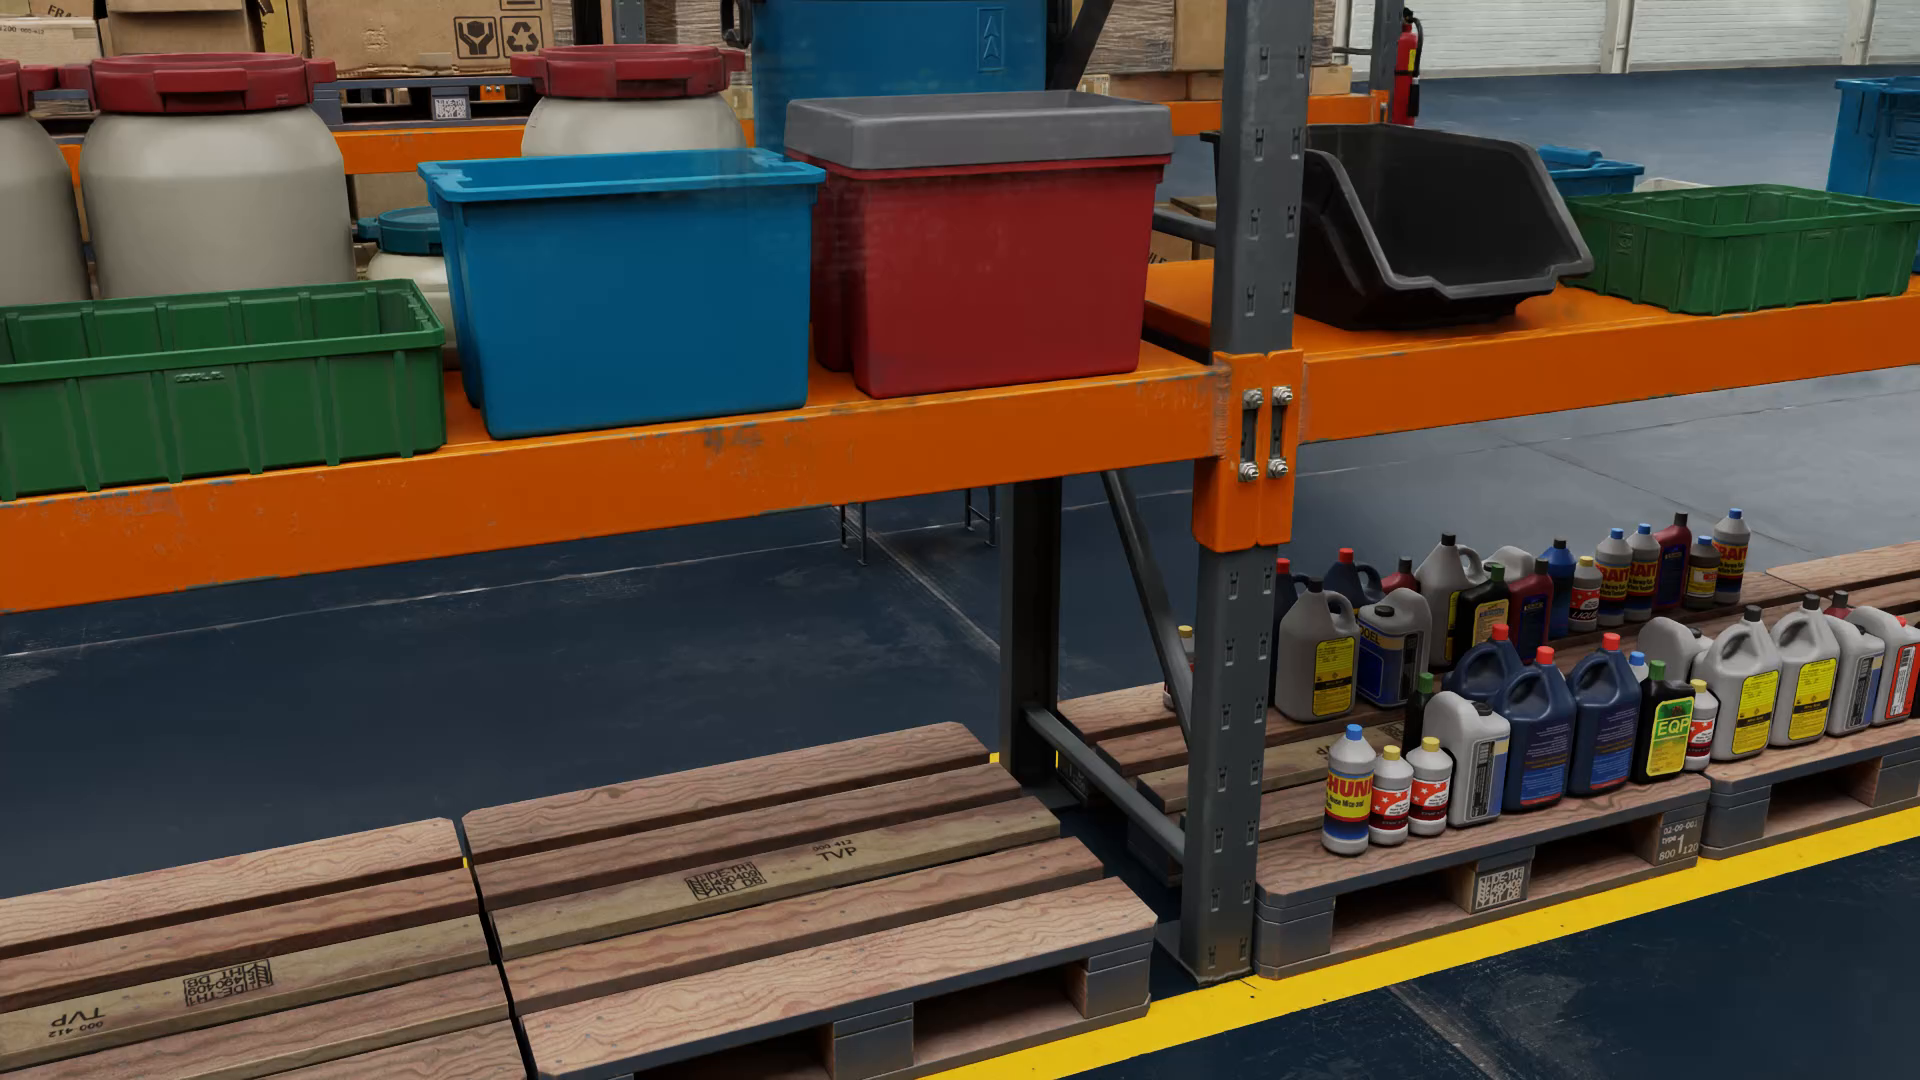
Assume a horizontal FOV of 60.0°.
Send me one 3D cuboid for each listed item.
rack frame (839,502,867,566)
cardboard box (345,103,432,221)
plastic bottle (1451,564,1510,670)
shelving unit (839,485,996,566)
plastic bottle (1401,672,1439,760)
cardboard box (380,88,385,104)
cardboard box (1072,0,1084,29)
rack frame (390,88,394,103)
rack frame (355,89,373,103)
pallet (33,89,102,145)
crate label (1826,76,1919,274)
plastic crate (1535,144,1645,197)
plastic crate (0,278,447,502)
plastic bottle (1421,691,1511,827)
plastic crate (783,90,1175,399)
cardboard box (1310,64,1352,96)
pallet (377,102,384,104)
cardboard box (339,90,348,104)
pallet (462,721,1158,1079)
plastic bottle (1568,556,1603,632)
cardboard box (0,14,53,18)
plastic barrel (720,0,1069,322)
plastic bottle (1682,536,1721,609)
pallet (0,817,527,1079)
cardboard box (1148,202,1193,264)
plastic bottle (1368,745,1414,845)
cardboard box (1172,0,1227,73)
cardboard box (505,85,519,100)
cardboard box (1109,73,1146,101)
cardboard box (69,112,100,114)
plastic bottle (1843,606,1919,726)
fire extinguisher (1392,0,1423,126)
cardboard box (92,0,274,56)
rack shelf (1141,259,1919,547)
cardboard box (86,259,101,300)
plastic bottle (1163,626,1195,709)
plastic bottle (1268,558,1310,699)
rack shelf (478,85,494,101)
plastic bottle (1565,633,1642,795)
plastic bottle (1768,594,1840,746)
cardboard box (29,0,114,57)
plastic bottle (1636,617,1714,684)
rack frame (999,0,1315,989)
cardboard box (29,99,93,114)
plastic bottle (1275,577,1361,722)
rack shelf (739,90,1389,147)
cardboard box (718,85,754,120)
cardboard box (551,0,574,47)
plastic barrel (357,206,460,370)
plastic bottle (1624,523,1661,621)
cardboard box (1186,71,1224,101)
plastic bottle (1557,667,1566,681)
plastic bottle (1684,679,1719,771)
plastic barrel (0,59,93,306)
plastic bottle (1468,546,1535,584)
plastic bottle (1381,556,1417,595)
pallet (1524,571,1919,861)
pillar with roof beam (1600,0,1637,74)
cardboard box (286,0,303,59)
[{"bbox_3d":[-0.376,-0.512,5.670,0.015,1.200,0.240,-8,21,-22],"label":"rack frame"},{"bbox_3d":[-4.018,-2.720,11.985,0.750,0.750,1.050,-8,21,-22],"label":"cardboard box"},{"bbox_3d":[1.365,0.206,4.349,0.133,0.283,0.061,-8,21,-22],"label":"plastic bottle"},{"bbox_3d":[-0.152,-0.544,5.761,0.503,1.200,0.258,-8,21,-22],"label":"shelving unit"},{"bbox_3d":[1.060,0.427,3.721,0.133,0.283,0.061,-8,21,-22],"label":"plastic bottle"},{"bbox_3d":[-7.141,-5.728,21.281,0.500,0.250,0.500,-8,21,-21],"label":"cardboard box"},{"bbox_3d":[0.194,-2.599,8.287,0.500,0.500,0.875,-8,21,-22],"label":"cardboard box"},{"bbox_3d":[-5.537,-5.188,16.240,0.127,3.000,1.000,-8,21,-22],"label":"rack frame"},{"bbox_3d":[-7.506,-6.701,20.538,0.127,3.000,1.000,-8,21,-22],"label":"rack frame"},{"bbox_3d":[-3.483,-1.822,6.970,1.213,0.211,1.003,-8,21,-22],"label":"pallet"},{"bbox_3d":[2.440,-0.874,3.934,0.616,0.435,0.502,-8,21,-22],"label":"crate label"},{"bbox_3d":[1.259,-0.814,4.041,0.616,0.251,0.499,-8,21,-22],"label":"plastic crate"},{"bbox_3d":[-1.137,-0.240,2.508,0.662,0.188,0.450,-8,21,-22],"label":"plastic crate"},{"bbox_3d":[1.103,0.462,3.631,0.135,0.276,0.152,-7,21,-20],"label":"plastic bottle"},{"bbox_3d":[0.027,-0.529,2.911,0.583,0.464,0.402,-8,21,-22],"label":"plastic crate"},{"bbox_3d":[1.882,-2.473,8.908,0.250,0.149,0.380,-8,21,-22],"label":"cardboard box"},{"bbox_3d":[-6.759,-5.478,21.262,1.213,0.211,1.003,-8,21,-22],"label":"pallet"},{"bbox_3d":[-7.981,-5.707,20.658,0.625,0.625,0.875,-7,21,-20],"label":"cardboard box"},{"bbox_3d":[-0.355,0.775,3.504,1.213,0.211,1.003,-8,21,-22],"label":"pallet"},{"bbox_3d":[1.738,0.145,4.644,0.097,0.201,0.097,0,19,0],"label":"plastic bottle"},{"bbox_3d":[-3.860,-2.076,6.972,0.258,0.266,0.396,-9,21,-23],"label":"cardboard box"},{"bbox_3d":[-0.124,-0.934,3.402,0.708,0.901,0.600,-8,21,-22],"label":"plastic barrel"},{"bbox_3d":[2.140,0.088,4.807,0.097,0.201,0.097,0,19,0],"label":"plastic bottle"},{"bbox_3d":[-1.477,0.937,3.044,1.213,0.211,1.003,-8,21,-22],"label":"pallet"},{"bbox_3d":[0.946,-1.545,9.025,0.500,0.500,0.500,-3,20,-8],"label":"cardboard box"},{"bbox_3d":[0.910,0.535,3.537,0.097,0.201,0.097,0,19,0],"label":"plastic bottle"},{"bbox_3d":[1.134,-2.713,8.613,0.500,0.500,0.875,-8,21,-22],"label":"cardboard box"},{"bbox_3d":[-2.878,-2.949,12.448,0.875,0.875,0.875,-8,21,-21],"label":"cardboard box"},{"bbox_3d":[0.740,-2.304,8.427,0.250,0.149,0.380,-8,21,-22],"label":"cardboard box"},{"bbox_3d":[-8.012,-3.791,15.597,0.625,0.372,0.950,-9,21,-23],"label":"cardboard box"},{"bbox_3d":[2.268,0.295,4.105,0.135,0.276,0.152,-8,21,-22],"label":"plastic bottle"},{"bbox_3d":[2.349,-2.530,8.808,0.183,0.674,0.296,-8,21,-22],"label":"fire extinguisher"},{"bbox_3d":[-3.167,-2.157,6.843,0.637,0.503,0.797,-6,20,-16],"label":"cardboard box"},{"bbox_3d":[2.187,-0.579,4.234,4.000,0.370,1.077,-8,21,-22],"label":"rack shelf"},{"bbox_3d":[-3.655,-0.916,7.209,0.500,0.500,0.700,-6,20,-17],"label":"cardboard box"},{"bbox_3d":[0.560,0.314,4.165,0.097,0.201,0.097,0,19,0],"label":"plastic bottle"},{"bbox_3d":[0.828,0.214,4.225,0.185,0.351,0.144,-9,21,-23],"label":"plastic bottle"},{"bbox_3d":[-5.320,-3.089,11.363,4.000,0.370,1.077,-8,21,-22],"label":"rack shelf"},{"bbox_3d":[1.429,0.382,3.747,0.185,0.351,0.144,-9,21,-24],"label":"plastic bottle"},{"bbox_3d":[1.990,0.301,3.975,0.185,0.351,0.144,-7,21,-20],"label":"plastic bottle"},{"bbox_3d":[-5.708,-3.323,10.794,0.500,0.500,0.500,-8,21,-22],"label":"cardboard box"},{"bbox_3d":[1.738,0.319,4.037,0.135,0.276,0.152,-8,21,-22],"label":"plastic bottle"},{"bbox_3d":[0.350,-0.656,3.367,0.127,3.000,1.000,-8,21,-22],"label":"rack frame"},{"bbox_3d":[-10.601,-5.331,19.589,0.625,0.625,0.875,-7,21,-20],"label":"cardboard box"},{"bbox_3d":[0.885,0.258,4.100,0.185,0.351,0.144,-8,21,-22],"label":"plastic bottle"},{"bbox_3d":[0.225,-2.090,8.524,4.000,0.370,1.077,-8,21,-22],"label":"rack shelf"},{"bbox_3d":[-1.060,-2.013,7.601,0.250,0.149,0.380,-8,21,-22],"label":"cardboard box"},{"bbox_3d":[-3.149,-3.815,12.114,0.550,0.550,0.875,-8,21,-22],"label":"cardboard box"},{"bbox_3d":[-0.926,-0.463,3.029,0.301,0.262,0.301,0,19,0],"label":"plastic barrel"},{"bbox_3d":[1.920,0.086,4.706,0.097,0.271,0.097,0,19,0],"label":"plastic bottle"},{"bbox_3d":[1.207,-2.364,8.597,0.250,0.149,0.380,-8,21,-22],"label":"cardboard box"},{"bbox_3d":[1.341,0.388,3.848,0.097,0.271,0.097,0,19,0],"label":"plastic bottle"},{"bbox_3d":[1.699,0.422,3.857,0.097,0.201,0.097,0,19,0],"label":"plastic bottle"},{"bbox_3d":[-1.686,-0.507,2.742,0.433,0.535,0.433,0,19,0],"label":"plastic barrel"},{"bbox_3d":[1.451,0.161,4.487,0.135,0.276,0.152,-8,21,-21],"label":"plastic bottle"},{"bbox_3d":[1.137,0.186,4.404,0.133,0.283,0.061,-7,20,-18],"label":"plastic bottle"},{"bbox_3d":[2.106,0.422,4.505,1.213,0.211,1.003,-8,21,-22],"label":"pallet"},{"bbox_3d":[13.403,-11.296,24.553,0.400,9.000,9.100,-8,21,-22],"label":"pillar with roof beam"},{"bbox_3d":[-4.320,-3.522,11.359,0.500,0.500,0.500,-8,21,-23],"label":"cardboard box"}]
